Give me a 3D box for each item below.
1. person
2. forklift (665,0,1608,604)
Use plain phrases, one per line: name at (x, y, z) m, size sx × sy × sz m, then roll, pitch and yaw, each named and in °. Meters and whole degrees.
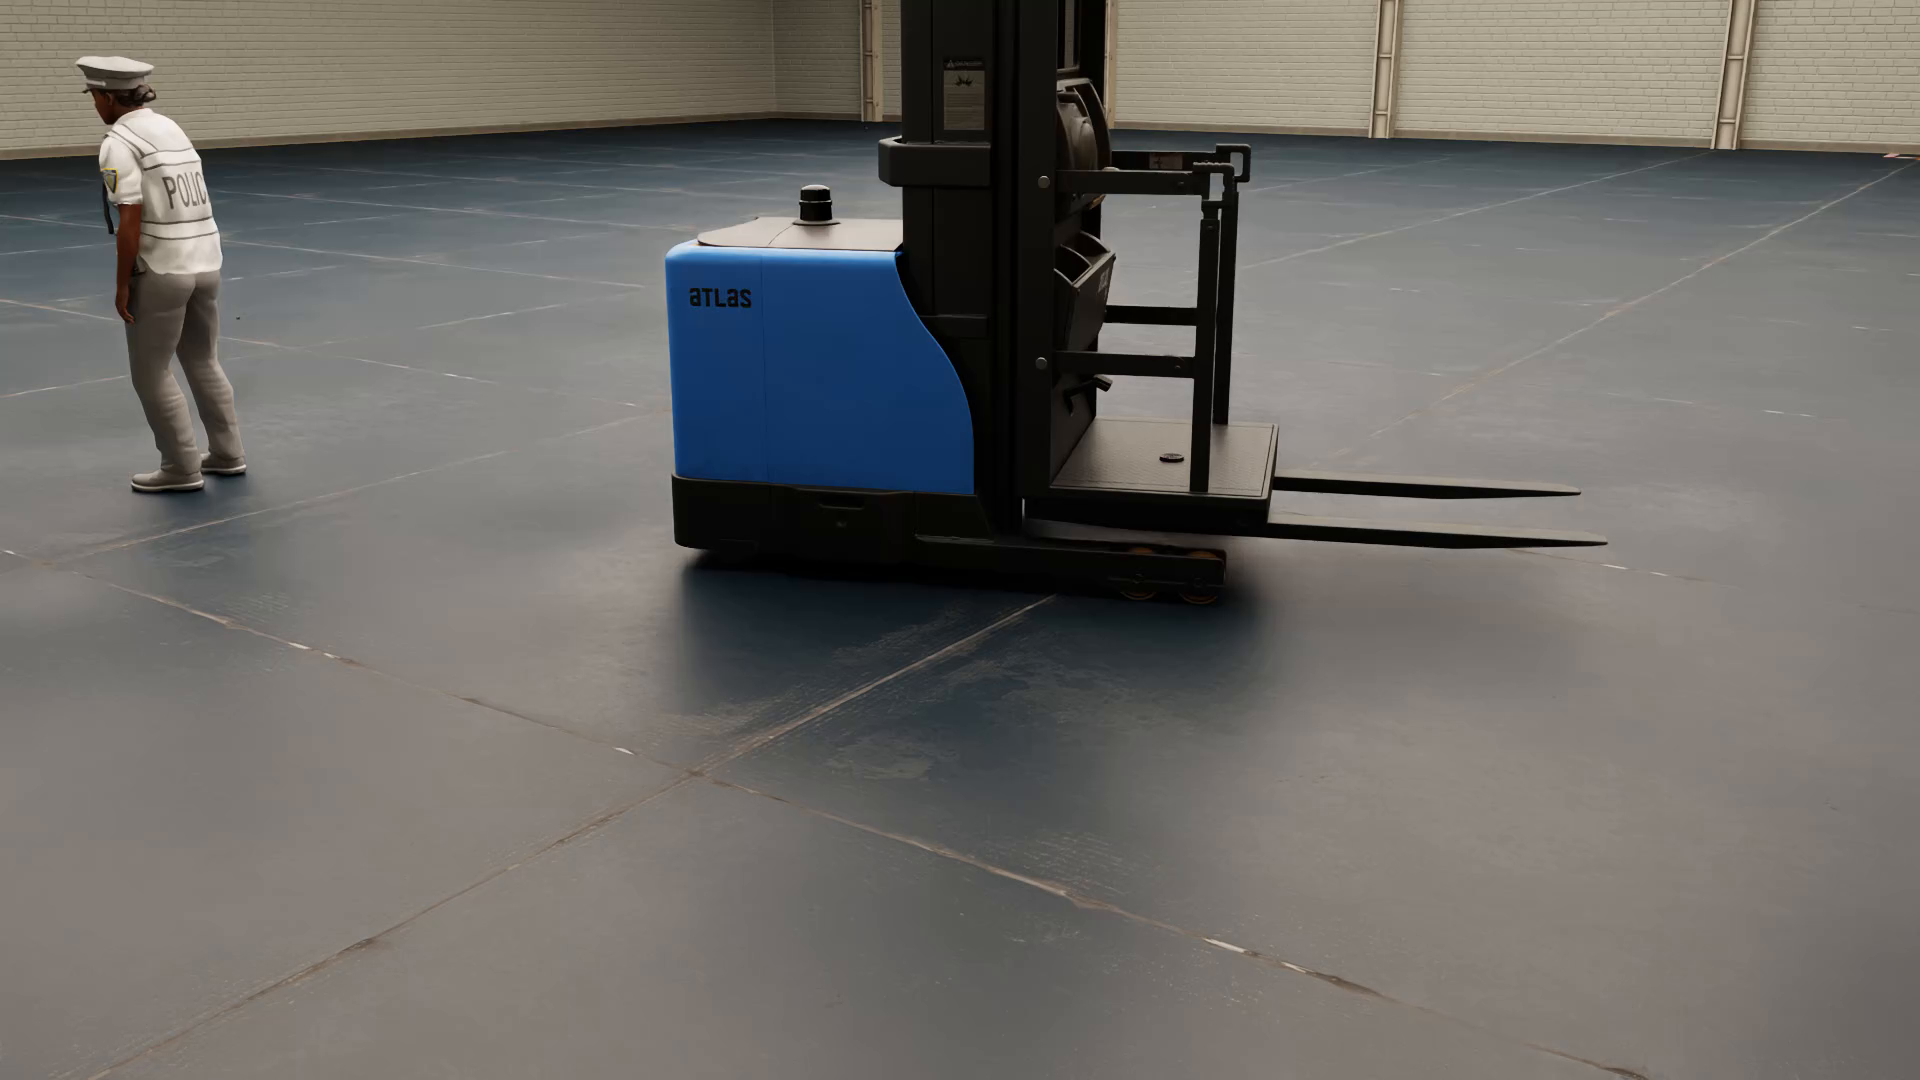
person at (-3.102, -1.028, 6.495) m, size 0.398 × 1.659 × 0.530 m, roll 4°, pitch 17°, yaw 12°
forklift at (0.595, -1.367, 5.404) m, size 3.031 × 2.935 × 1.130 m, roll 4°, pitch 17°, yaw 12°
